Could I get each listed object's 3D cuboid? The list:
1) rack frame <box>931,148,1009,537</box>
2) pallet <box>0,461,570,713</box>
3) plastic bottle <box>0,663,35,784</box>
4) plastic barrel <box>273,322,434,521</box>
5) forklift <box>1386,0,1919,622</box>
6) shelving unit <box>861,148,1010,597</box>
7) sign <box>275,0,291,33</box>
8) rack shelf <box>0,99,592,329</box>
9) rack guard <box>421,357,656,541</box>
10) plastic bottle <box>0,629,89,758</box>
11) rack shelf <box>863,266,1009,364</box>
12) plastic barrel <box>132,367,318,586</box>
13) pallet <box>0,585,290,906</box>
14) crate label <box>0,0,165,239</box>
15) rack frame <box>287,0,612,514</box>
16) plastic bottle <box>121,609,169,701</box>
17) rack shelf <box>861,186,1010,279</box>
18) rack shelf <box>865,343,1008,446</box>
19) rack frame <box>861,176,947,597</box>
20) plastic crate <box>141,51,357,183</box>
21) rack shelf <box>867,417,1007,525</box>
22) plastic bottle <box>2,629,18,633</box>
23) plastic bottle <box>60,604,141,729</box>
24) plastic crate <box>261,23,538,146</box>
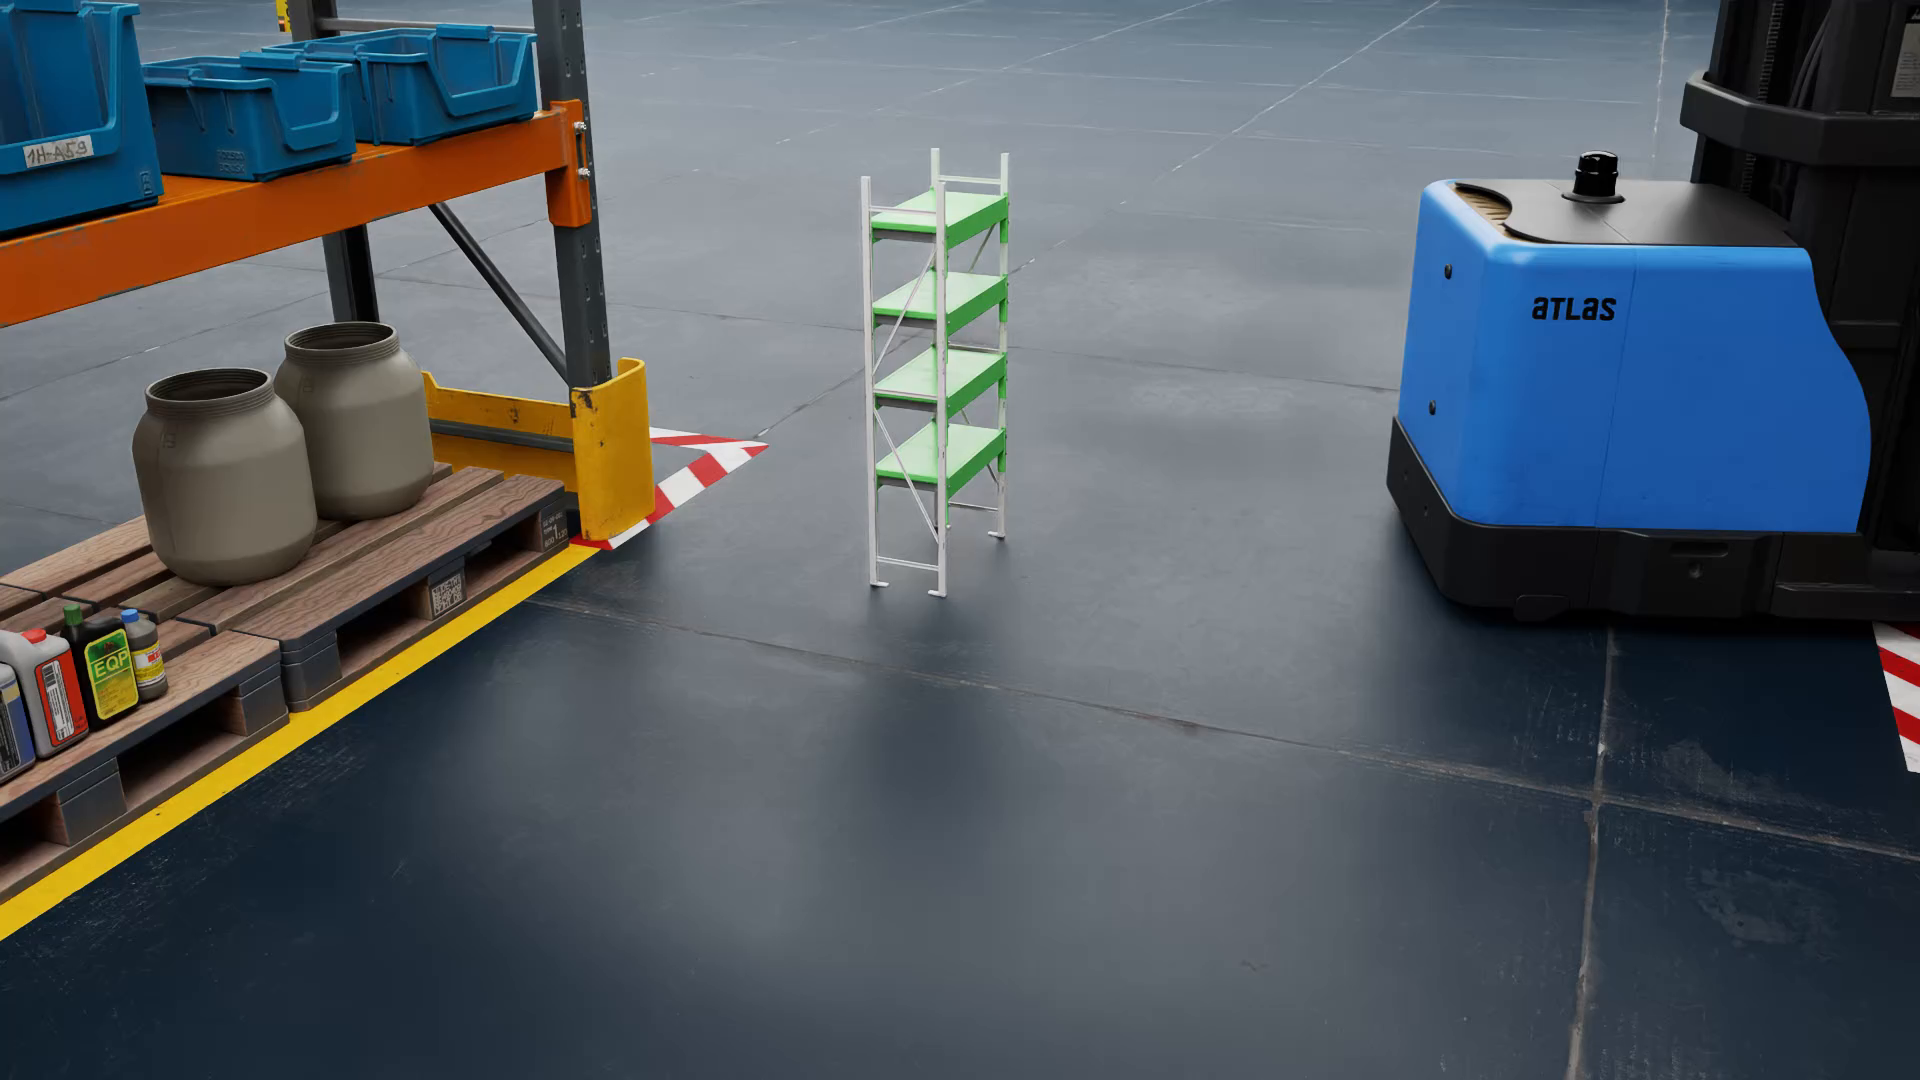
[{"bbox_3d":[0.029,-0.582,5.086,0.240,1.200,0.015,9,24,20],"label":"rack frame"},{"bbox_3d":[-1.898,0.059,4.836,1.003,0.211,1.213,9,24,20],"label":"pallet"},{"bbox_3d":[-2.053,0.358,3.465,0.152,0.276,0.135,8,24,19],"label":"plastic bottle"},{"bbox_3d":[-1.780,-0.351,4.882,0.421,0.512,0.421,0,23,0],"label":"plastic barrel"},{"bbox_3d":[2.898,-1.271,4.489,3.031,2.935,1.130,1,23,3],"label":"forklift"},{"bbox_3d":[-0.062,-0.494,4.877,0.258,1.200,0.503,9,24,20],"label":"shelving unit"},{"bbox_3d":[-2.116,-1.760,5.213,0.100,0.325,0.005,9,24,20],"label":"sign"},{"bbox_3d":[-2.350,-0.504,3.499,1.077,0.370,4.000,9,24,20],"label":"rack shelf"},{"bbox_3d":[-1.591,-0.365,5.474,1.175,0.500,0.348,9,24,20],"label":"rack guard"},{"bbox_3d":[-2.001,0.308,3.584,0.152,0.276,0.135,9,24,20],"label":"plastic bottle"},{"bbox_3d":[-0.062,-0.657,4.809,0.258,0.148,0.480,9,24,20],"label":"rack shelf"},{"bbox_3d":[-1.967,-0.172,4.453,0.421,0.512,0.421,0,23,0],"label":"plastic barrel"},{"bbox_3d":[-2.353,0.494,3.794,1.003,0.211,1.213,9,24,20],"label":"pallet"},{"bbox_3d":[-2.039,-0.871,3.397,0.502,0.435,0.616,9,24,20],"label":"crate label"},{"bbox_3d":[-1.607,-1.552,5.074,1.000,3.000,0.127,9,24,20],"label":"rack frame"},{"bbox_3d":[-1.882,0.256,3.805,0.097,0.201,0.097,0,23,0],"label":"plastic bottle"},{"bbox_3d":[-0.062,-0.878,4.717,0.258,0.148,0.480,9,24,20],"label":"rack shelf"},{"bbox_3d":[-0.062,-0.435,4.902,0.258,0.148,0.480,9,24,20],"label":"rack shelf"},{"bbox_3d":[-0.152,-0.407,4.668,0.240,1.200,0.015,9,24,20],"label":"rack frame"},{"bbox_3d":[-1.762,-1.030,4.017,0.499,0.251,0.408,9,24,20],"label":"plastic crate"},{"bbox_3d":[-0.061,-0.214,4.994,0.258,0.148,0.480,9,24,20],"label":"rack shelf"},{"bbox_3d":[-2.100,0.290,3.618,0.061,0.283,0.133,9,24,20],"label":"plastic bottle"},{"bbox_3d":[-1.909,0.263,3.683,0.061,0.283,0.133,9,24,21],"label":"plastic bottle"},{"bbox_3d":[-1.515,-1.261,4.571,0.499,0.251,0.616,9,24,20],"label":"plastic crate"}]
